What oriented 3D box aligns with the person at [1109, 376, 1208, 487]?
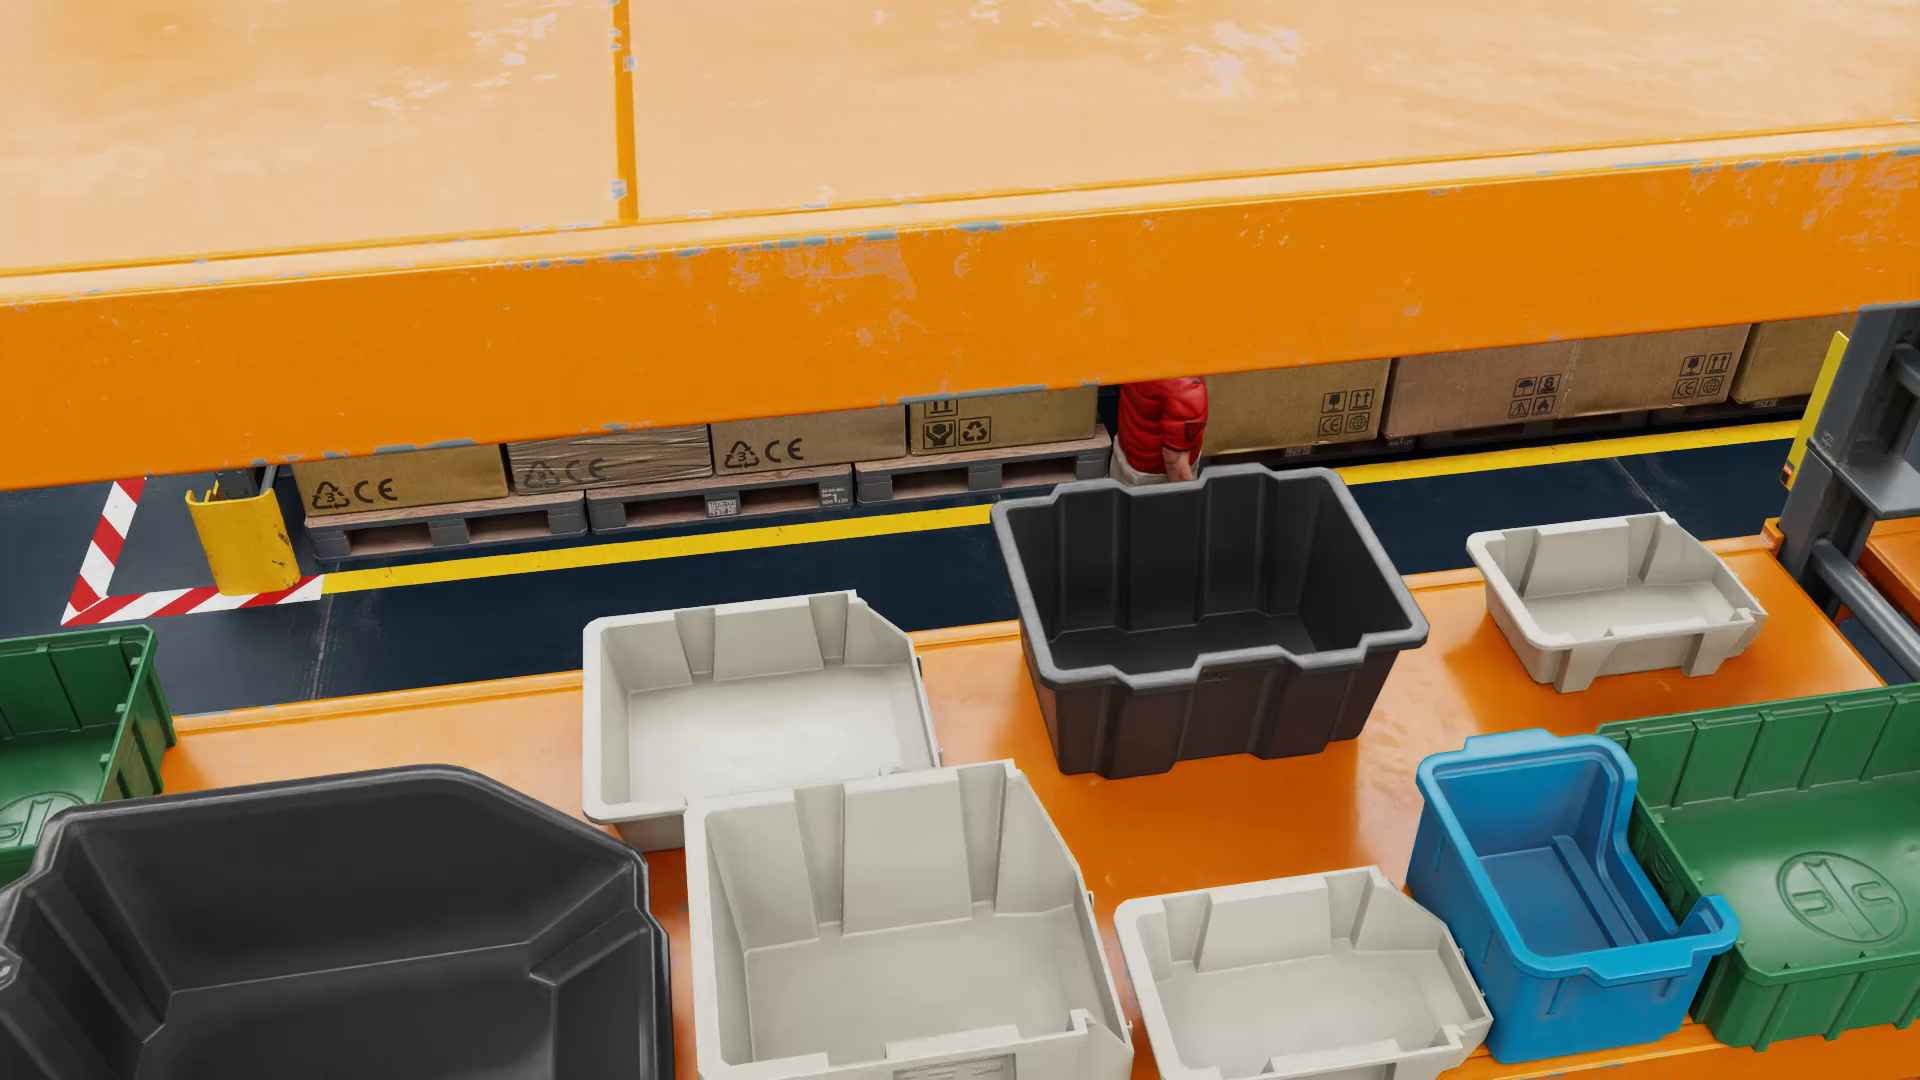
[{"bbox_3d":[0.793,-0.225,6.448,0.390,1.727,0.578,-8,39,-9],"label":"person"}]
